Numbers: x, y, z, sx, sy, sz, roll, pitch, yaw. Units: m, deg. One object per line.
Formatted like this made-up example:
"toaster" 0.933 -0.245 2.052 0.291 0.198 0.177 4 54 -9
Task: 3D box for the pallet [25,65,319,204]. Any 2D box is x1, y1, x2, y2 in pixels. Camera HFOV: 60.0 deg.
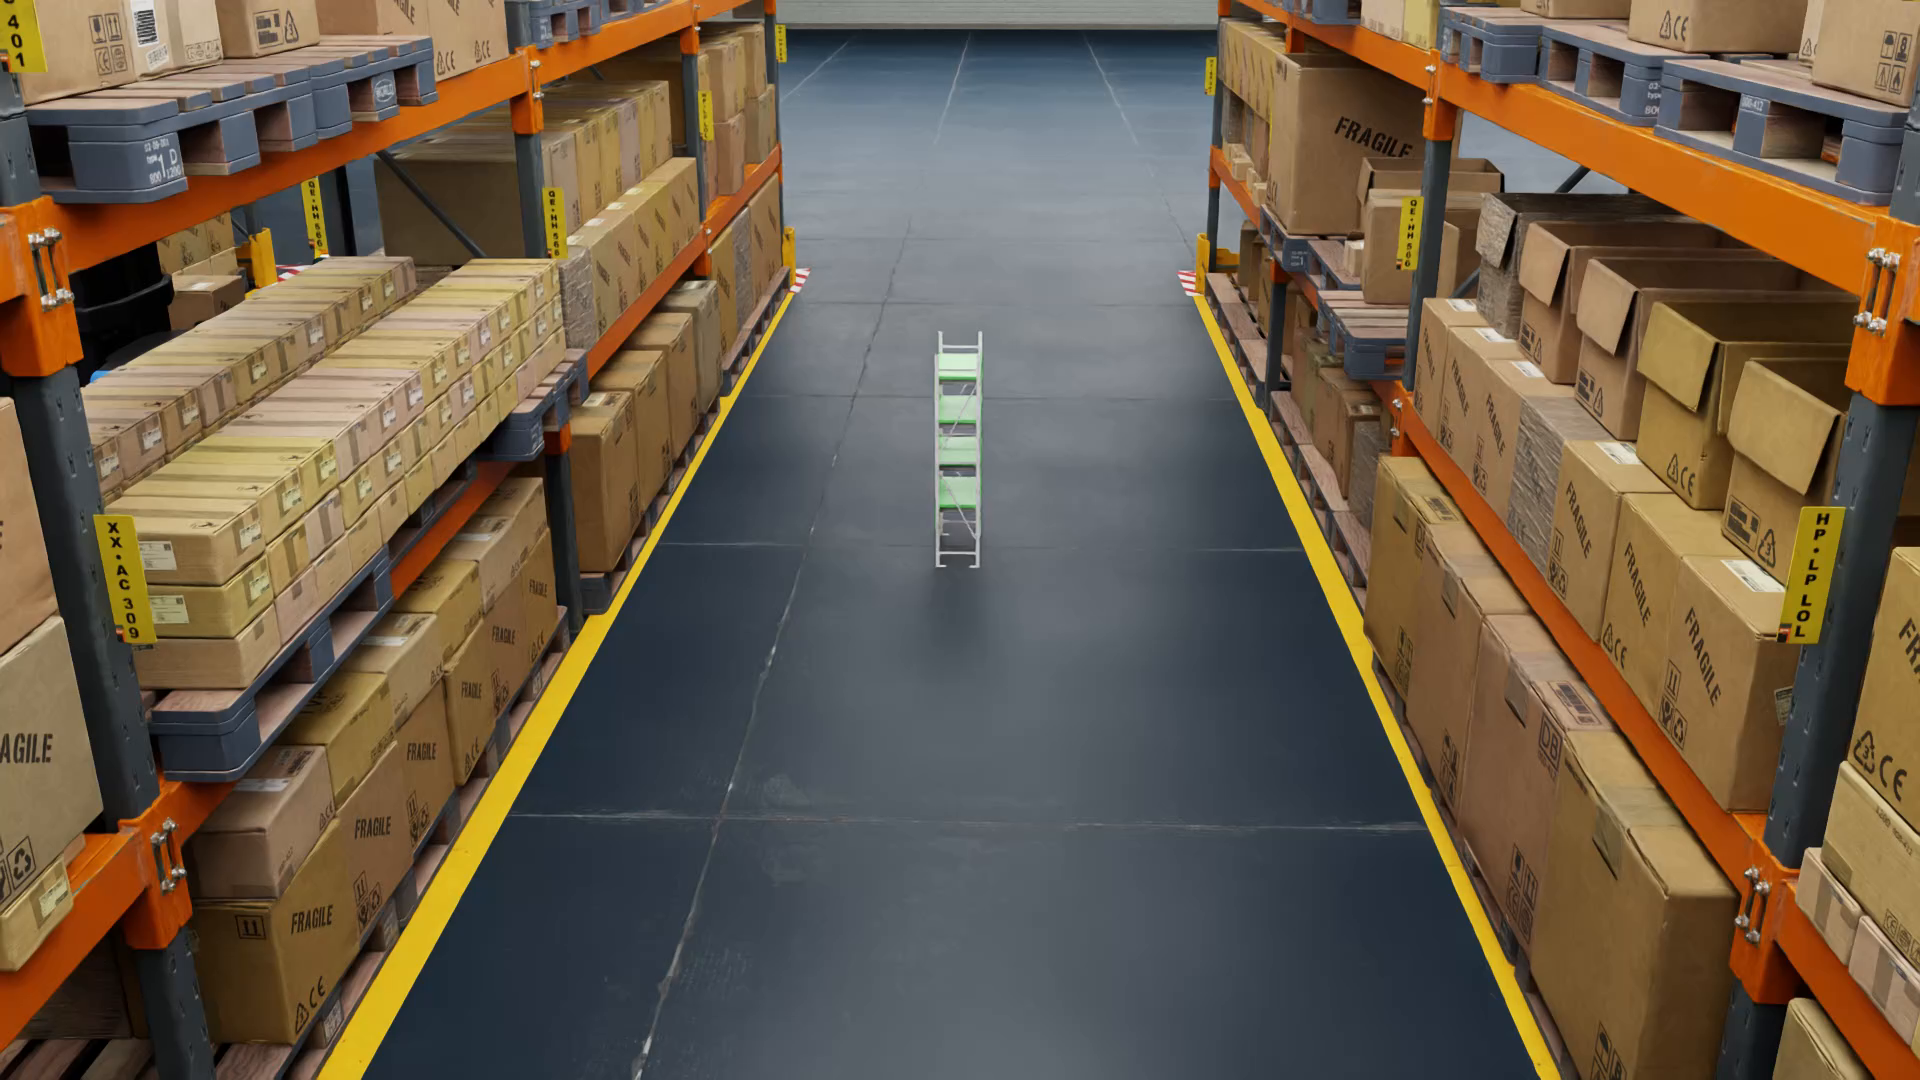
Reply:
"pallet" -2.400 -1.038 4.171 1.213 0.211 1.003 1 21 2

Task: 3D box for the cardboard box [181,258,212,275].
"cardboard box" -6.890 -2.294 14.514 0.500 0.250 0.500 1 21 2

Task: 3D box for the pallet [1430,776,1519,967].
"pallet" 2.412 1.164 6.238 1.003 0.211 1.213 1 21 2

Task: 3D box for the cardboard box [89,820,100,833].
"cardboard box" -2.755 0.842 5.050 0.500 0.250 0.500 0 21 0

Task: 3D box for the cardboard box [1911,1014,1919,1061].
"cardboard box" 2.073 0.996 3.162 0.380 0.149 0.250 1 21 3

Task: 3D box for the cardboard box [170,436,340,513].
"cardboard box" -2.040 -0.192 4.822 0.380 0.149 0.250 1 21 2

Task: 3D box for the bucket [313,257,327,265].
"bucket" -4.582 -1.655 12.072 0.726 0.611 0.620 8 33 20

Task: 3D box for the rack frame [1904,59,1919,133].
"rack frame" 2.430 -2.211 2.788 1.000 3.000 0.127 1 21 2

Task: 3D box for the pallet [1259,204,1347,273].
"pallet" 2.504 -1.943 10.654 1.003 0.211 1.213 1 21 2

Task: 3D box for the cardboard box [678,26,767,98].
"cardboard box" -2.134 -4.084 14.208 0.875 0.550 0.550 1 21 2

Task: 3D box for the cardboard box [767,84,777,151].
"cardboard box" -2.126 -3.780 14.916 0.875 0.550 0.550 1 21 2

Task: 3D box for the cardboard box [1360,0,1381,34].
"cardboard box" 2.340 -2.725 8.465 0.500 0.250 0.500 1 21 3

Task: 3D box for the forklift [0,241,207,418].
"forklift" -5.321 -1.449 9.211 3.031 2.935 1.130 1 21 2

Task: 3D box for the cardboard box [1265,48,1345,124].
"cardboard box" 2.412 -3.124 11.502 0.500 0.500 0.500 1 21 2

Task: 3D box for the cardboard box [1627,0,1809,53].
"cardboard box" 2.511 -1.764 5.059 0.797 0.503 0.637 0 21 1

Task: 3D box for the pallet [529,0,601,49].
"pallet" -2.437 -2.496 7.928 1.213 0.211 1.003 2 21 4

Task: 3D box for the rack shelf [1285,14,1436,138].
"rack shelf" 2.612 -2.647 9.052 1.077 0.370 4.000 1 21 2

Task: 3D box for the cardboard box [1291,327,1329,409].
"cardboard box" 2.633 -1.125 11.129 0.700 0.500 0.500 -1 21 -3

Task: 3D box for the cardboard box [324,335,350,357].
"cardboard box" -2.637 -0.711 6.569 0.380 0.149 0.250 1 21 2

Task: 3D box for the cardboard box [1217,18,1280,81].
"cardboard box" 2.506 -4.209 14.298 0.500 0.500 0.500 1 21 2

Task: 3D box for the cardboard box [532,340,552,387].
"cardboard box" -1.968 -0.757 7.101 0.380 0.149 0.250 1 21 1

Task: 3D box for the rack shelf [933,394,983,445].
"rack shelf" -0.005 -0.664 9.094 0.258 0.148 0.480 1 21 2

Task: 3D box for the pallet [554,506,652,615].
"pallet" -2.304 0.064 9.072 1.003 0.211 1.213 1 21 2

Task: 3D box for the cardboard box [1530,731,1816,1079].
"cardboard box" 2.429 1.149 4.778 1.225 0.875 0.875 1 21 2

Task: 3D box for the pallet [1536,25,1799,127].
"pallet" 2.554 -1.533 5.448 1.003 0.211 1.213 2 21 4

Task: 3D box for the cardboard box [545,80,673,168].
"cardboard box" -2.291 -2.731 10.901 0.700 0.500 0.500 0 21 1

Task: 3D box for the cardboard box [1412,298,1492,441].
"cardboard box" 2.265 -0.735 7.137 0.500 0.500 0.500 1 21 3

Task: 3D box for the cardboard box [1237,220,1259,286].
"cardboard box" 2.759 -2.558 14.850 0.500 0.500 0.500 5 22 12

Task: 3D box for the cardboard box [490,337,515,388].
"cardboard box" -1.983 -0.703 6.550 0.380 0.149 0.250 1 21 2

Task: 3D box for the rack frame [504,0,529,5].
"rack frame" -2.403 -3.749 6.750 1.000 3.000 0.127 1 21 2

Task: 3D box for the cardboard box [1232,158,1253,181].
"cardboard box" 2.405 -2.994 13.447 0.380 0.149 0.250 1 21 2

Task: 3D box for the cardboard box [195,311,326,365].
"cardboard box" -2.643 -0.763 6.294 0.380 0.149 0.250 2 21 4

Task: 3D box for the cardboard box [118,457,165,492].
"cardboard box" -2.689 -0.153 5.131 0.380 0.149 0.250 0 21 0

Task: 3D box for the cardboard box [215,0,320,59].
"cardboard box" -2.347 -1.705 4.906 0.797 0.503 0.637 0 21 1

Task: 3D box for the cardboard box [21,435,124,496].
"cardboard box" -2.691 -0.199 4.840 0.380 0.149 0.250 0 21 0

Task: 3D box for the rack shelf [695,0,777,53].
"rack shelf" -2.221 -4.184 13.014 1.077 0.370 4.000 1 21 2

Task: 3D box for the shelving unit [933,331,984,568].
"shelving unit" -0.005 -0.500 9.158 0.258 1.200 0.503 1 21 2

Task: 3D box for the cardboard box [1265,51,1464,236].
"cardboard box" 2.509 -2.497 10.407 1.000 1.000 1.000 1 21 2

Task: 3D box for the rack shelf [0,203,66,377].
"rack shelf" -2.586 0.155 1.832 1.077 0.370 4.000 1 21 2

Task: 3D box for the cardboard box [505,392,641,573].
"cardboard box" -2.295 -0.318 8.731 1.050 0.750 0.750 0 21 1

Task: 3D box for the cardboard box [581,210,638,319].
"cardboard box" -2.091 -1.524 9.172 0.500 0.500 0.500 1 21 2

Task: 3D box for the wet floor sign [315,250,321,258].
"wet floor sign" -6.035 -2.822 15.909 0.267 0.644 0.232 8 23 20

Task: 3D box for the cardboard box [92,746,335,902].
"cardboard box" -2.238 0.850 5.029 0.500 0.250 0.500 0 21 -1

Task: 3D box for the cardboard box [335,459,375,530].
"cardboard box" -2.033 -0.141 5.102 0.380 0.149 0.250 0 21 -1

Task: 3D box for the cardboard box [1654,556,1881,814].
"cardboard box" 2.171 0.367 4.298 0.500 0.500 0.500 1 21 2

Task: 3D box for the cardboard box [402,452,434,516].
"cardboard box" -2.019 -0.194 5.648 0.380 0.149 0.250 0 21 1

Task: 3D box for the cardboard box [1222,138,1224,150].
"cardboard box" 2.548 -3.536 14.842 0.380 0.149 0.250 1 21 2

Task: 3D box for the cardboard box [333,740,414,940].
"cardboard box" -2.223 1.009 5.658 0.500 0.500 0.500 2 21 4

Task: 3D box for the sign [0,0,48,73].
"sign" -1.982 -1.142 3.463 0.100 0.325 0.005 1 21 2

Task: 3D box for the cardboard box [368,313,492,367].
"cardboard box" -1.995 -0.756 6.276 0.380 0.149 0.250 1 21 2

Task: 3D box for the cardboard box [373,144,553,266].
"cardboard box" -2.380 -1.627 8.054 0.700 0.500 0.500 1 21 1
